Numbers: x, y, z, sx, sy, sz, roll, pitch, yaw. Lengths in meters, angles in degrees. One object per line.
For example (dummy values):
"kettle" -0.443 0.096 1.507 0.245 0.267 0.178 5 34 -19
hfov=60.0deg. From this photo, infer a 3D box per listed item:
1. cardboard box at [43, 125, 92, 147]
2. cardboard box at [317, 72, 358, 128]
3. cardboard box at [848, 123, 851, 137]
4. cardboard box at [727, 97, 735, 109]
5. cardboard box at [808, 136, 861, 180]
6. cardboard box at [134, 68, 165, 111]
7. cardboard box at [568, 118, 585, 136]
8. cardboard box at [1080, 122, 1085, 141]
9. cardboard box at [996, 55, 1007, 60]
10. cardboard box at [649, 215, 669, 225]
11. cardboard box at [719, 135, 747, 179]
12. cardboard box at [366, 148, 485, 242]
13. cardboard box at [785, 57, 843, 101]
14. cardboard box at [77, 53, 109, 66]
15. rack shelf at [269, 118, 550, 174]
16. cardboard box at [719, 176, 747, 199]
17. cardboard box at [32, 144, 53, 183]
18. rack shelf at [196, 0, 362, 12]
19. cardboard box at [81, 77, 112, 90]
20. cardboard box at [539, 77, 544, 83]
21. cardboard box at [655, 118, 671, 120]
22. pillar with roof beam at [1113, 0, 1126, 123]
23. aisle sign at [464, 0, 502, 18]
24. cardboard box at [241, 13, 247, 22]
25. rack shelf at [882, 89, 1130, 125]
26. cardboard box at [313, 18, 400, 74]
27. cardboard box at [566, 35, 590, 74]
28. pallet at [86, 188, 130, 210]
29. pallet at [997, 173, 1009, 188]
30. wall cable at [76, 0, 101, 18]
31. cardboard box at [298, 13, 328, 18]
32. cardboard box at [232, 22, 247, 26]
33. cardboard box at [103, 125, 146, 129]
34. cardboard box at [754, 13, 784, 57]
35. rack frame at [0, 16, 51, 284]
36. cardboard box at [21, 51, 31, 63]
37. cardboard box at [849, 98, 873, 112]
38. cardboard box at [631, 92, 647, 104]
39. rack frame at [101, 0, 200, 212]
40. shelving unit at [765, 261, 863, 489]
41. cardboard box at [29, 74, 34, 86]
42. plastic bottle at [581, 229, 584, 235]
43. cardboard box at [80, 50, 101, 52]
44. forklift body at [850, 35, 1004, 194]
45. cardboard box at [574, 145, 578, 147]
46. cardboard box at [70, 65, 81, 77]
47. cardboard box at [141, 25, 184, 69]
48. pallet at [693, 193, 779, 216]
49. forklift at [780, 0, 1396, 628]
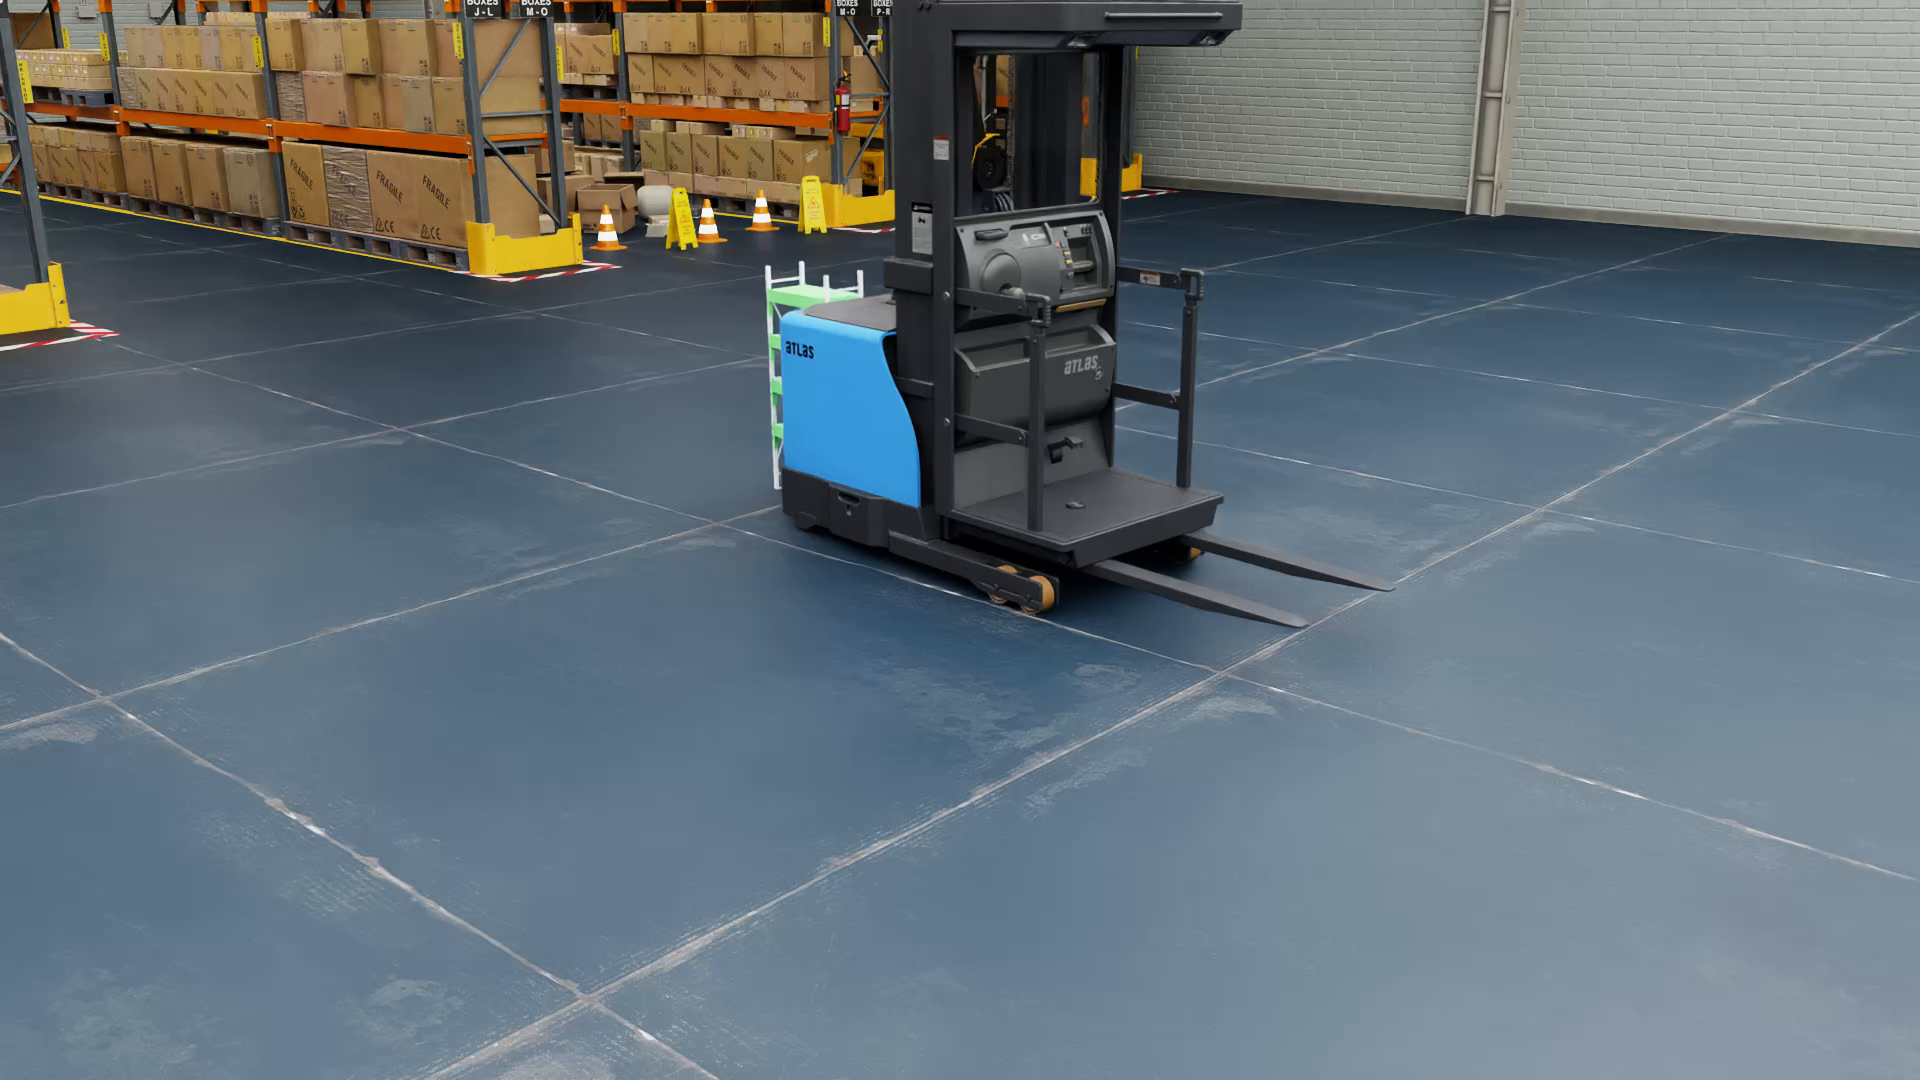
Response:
"cardboard box" -12.193 -5.536 22.796 0.500 0.250 0.500 16 24 41
"cardboard box" -6.330 -4.742 17.846 0.550 0.550 0.875 15 23 39
"cardboard box" -1.261 -6.416 26.602 0.625 0.625 0.875 16 24 42
"cardboard box" -2.716 -5.537 21.016 0.250 0.149 0.380 15 23 39
"cardboard box" -1.602 -4.795 20.874 0.500 0.500 0.500 14 22 37
"cardboard box" -9.819 -5.580 20.570 0.500 0.500 0.500 15 23 39
"cardboard box" -7.184 -7.957 31.975 0.500 0.311 0.500 16 24 41
"cardboard box" 1.577 -5.831 23.724 0.500 0.250 0.500 16 24 41
"cardboard box" 0.707 -7.058 24.154 0.250 0.149 0.380 15 23 40
"cardboard box" -3.484 -3.766 19.733 0.380 0.149 0.250 -6 18 -18
"cardboard box" -2.702 -4.875 21.125 0.500 0.500 0.500 14 23 38
"cardboard box" -5.584 -3.664 17.515 0.875 0.875 0.875 15 23 38
"cardboard box" -1.753 -5.555 19.999 0.500 0.500 0.500 15 23 38
"cardboard box" -11.028 -6.144 21.249 0.250 0.149 0.380 14 22 37
"rack shelf" -5.870 -4.237 17.694 4.000 0.370 1.077 15 23 39
"cardboard box" -2.724 -4.520 21.245 0.500 0.250 0.500 14 22 37
"cardboard box" -12.576 -5.283 23.236 0.500 0.500 0.500 16 24 42
"rack shelf" -11.635 -9.217 28.425 4.000 0.370 1.077 15 23 39
"cardboard box" -11.031 -5.860 21.340 0.250 0.149 0.380 16 23 40
"cardboard box" -5.851 -6.563 23.553 0.250 0.149 0.380 16 24 41
"cardboard box" -5.075 -7.301 29.597 0.500 0.500 0.500 16 24 42
"pillar with roof beam" -0.652 -8.672 20.560 0.400 9.000 9.100 15 23 39
"aisle sign" -4.520 -5.336 15.668 0.004 0.787 0.394 15 23 39
"cardboard box" -12.089 -8.967 28.518 0.250 0.149 0.380 15 23 40
"rack shelf" 0.632 -6.501 24.828 4.000 0.370 1.077 15 23 39
"cardboard box" -6.311 -5.263 17.702 0.550 0.550 0.875 15 23 39
"cardboard box" -5.025 -6.652 22.761 0.500 0.500 0.500 15 23 40
"pallet" -10.941 -4.613 22.298 1.213 0.211 1.003 15 23 39
"pallet" 0.620 -5.503 25.101 1.213 0.211 1.003 15 23 39
"wall cable" -17.364 -10.158 33.428 0.123 1.953 0.585 15 23 39
"cardboard box" -10.581 -8.552 27.208 0.250 0.149 0.380 14 23 38
"cardboard box" -12.180 -8.691 28.720 0.500 0.500 0.500 15 23 39
"cardboard box" -11.453 -5.548 22.834 0.500 0.250 0.500 15 23 40
"cardboard box" -2.064 -6.141 20.194 0.500 0.500 0.700 15 23 40
"rack frame" -7.742 -3.077 12.848 0.127 3.000 1.000 15 23 39
"cardboard box" -12.392 -6.510 22.402 0.250 0.149 0.380 16 24 41
"cardboard box" -1.280 -5.314 20.313 0.250 0.149 0.380 15 23 39
"cardboard box" -4.133 -5.867 22.053 0.250 0.149 0.380 15 23 39
"rack frame" -10.357 -5.785 21.381 0.127 3.000 1.000 15 23 39
"shelving unit" -0.748 -0.820 8.704 0.258 1.200 0.503 -16 23 -40
"cardboard box" -12.380 -6.224 22.487 0.250 0.149 0.380 15 23 38
"plastic bottle" -4.510 -3.568 19.252 0.283 0.061 0.133 7 19 21
"cardboard box" -11.743 -6.600 22.687 0.250 0.149 0.380 15 23 39
"forklift body" -0.501 -6.006 23.481 1.214 2.155 2.313 15 23 39
"cardboard box" -6.174 -5.611 24.482 0.625 0.372 0.950 14 23 38
"cardboard box" -11.230 -6.057 21.466 0.250 0.149 0.380 16 24 41
"cardboard box" -9.649 -6.116 20.605 0.500 0.500 0.700 15 23 38
"pallet" -2.713 -4.421 21.694 1.213 0.211 1.003 15 23 39
"forklift" 0.492 -1.254 7.216 1.130 2.935 3.031 -16 24 -41
